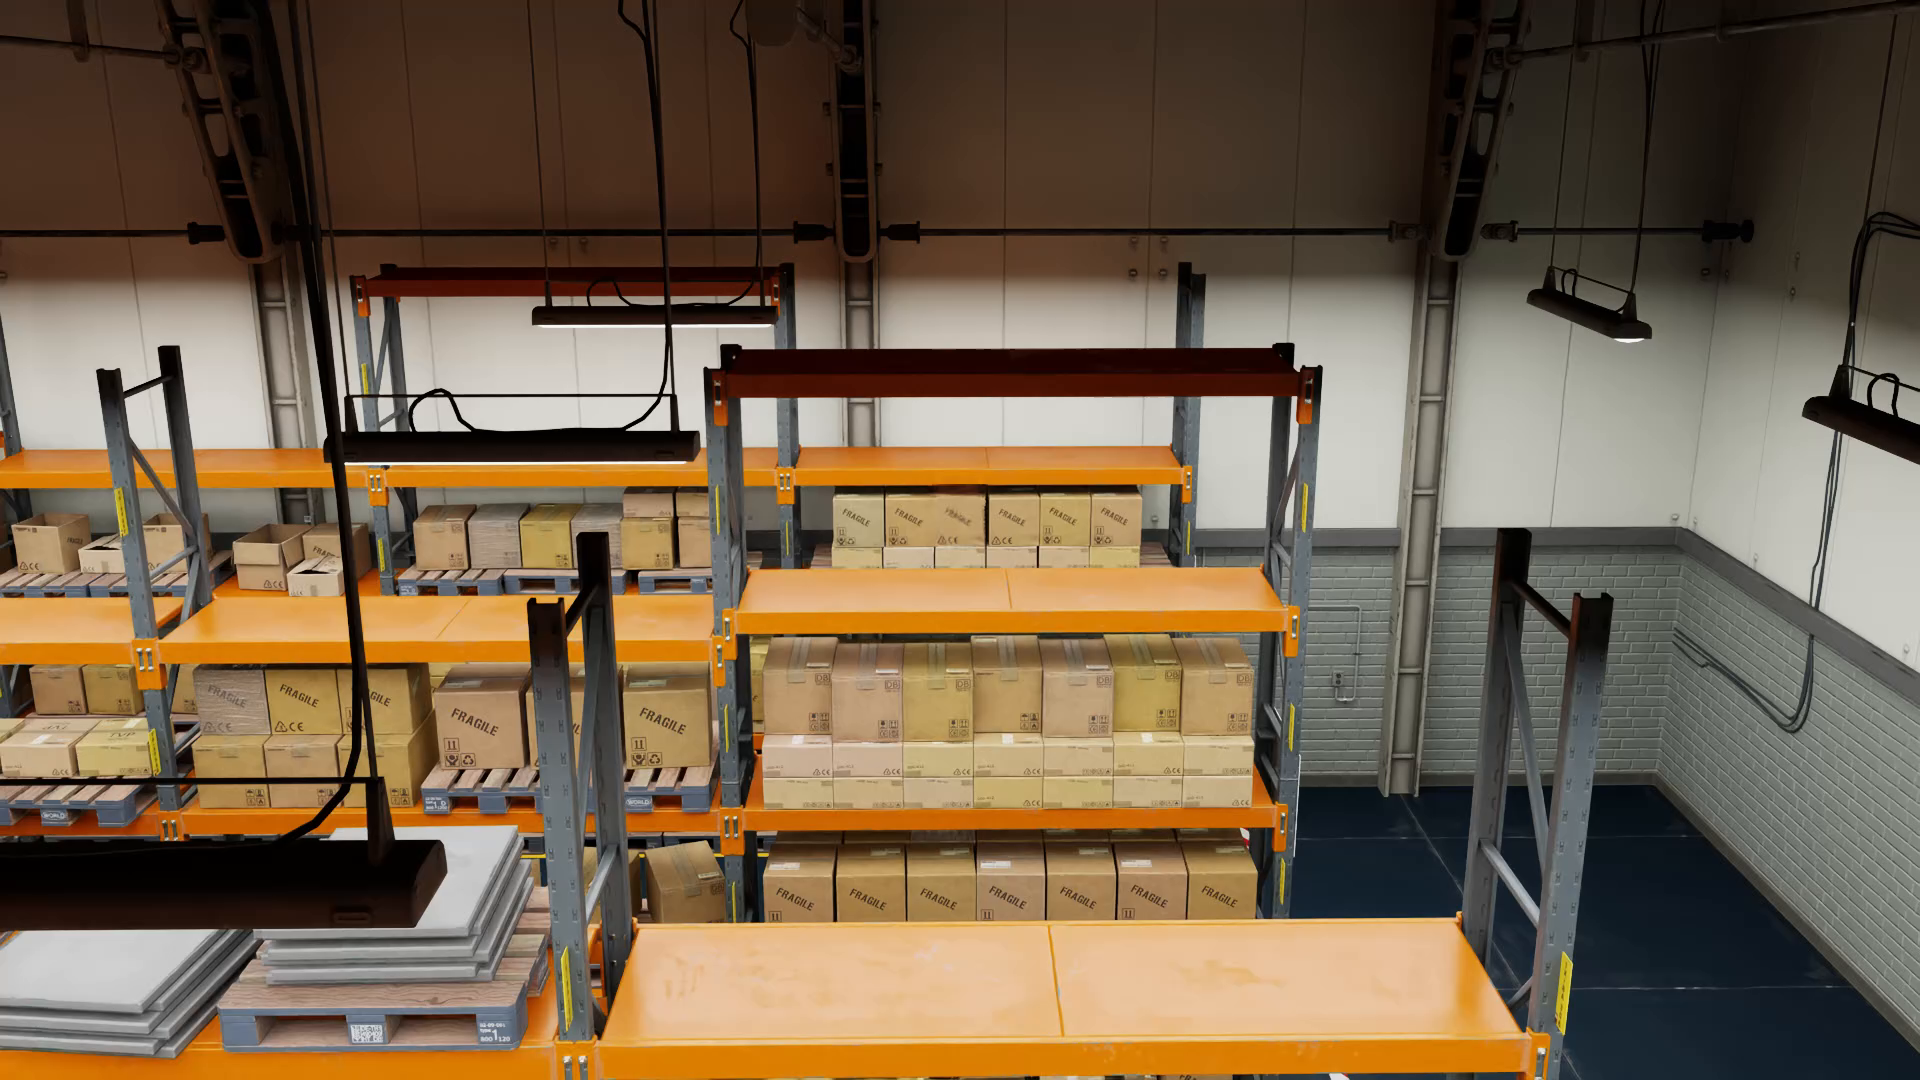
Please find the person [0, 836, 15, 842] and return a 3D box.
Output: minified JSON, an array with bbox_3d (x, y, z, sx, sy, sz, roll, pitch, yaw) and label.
[{"bbox_3d":[-9.247,2.722,16.140,0.638,1.736,0.622,4,17,13],"label":"person"}]
